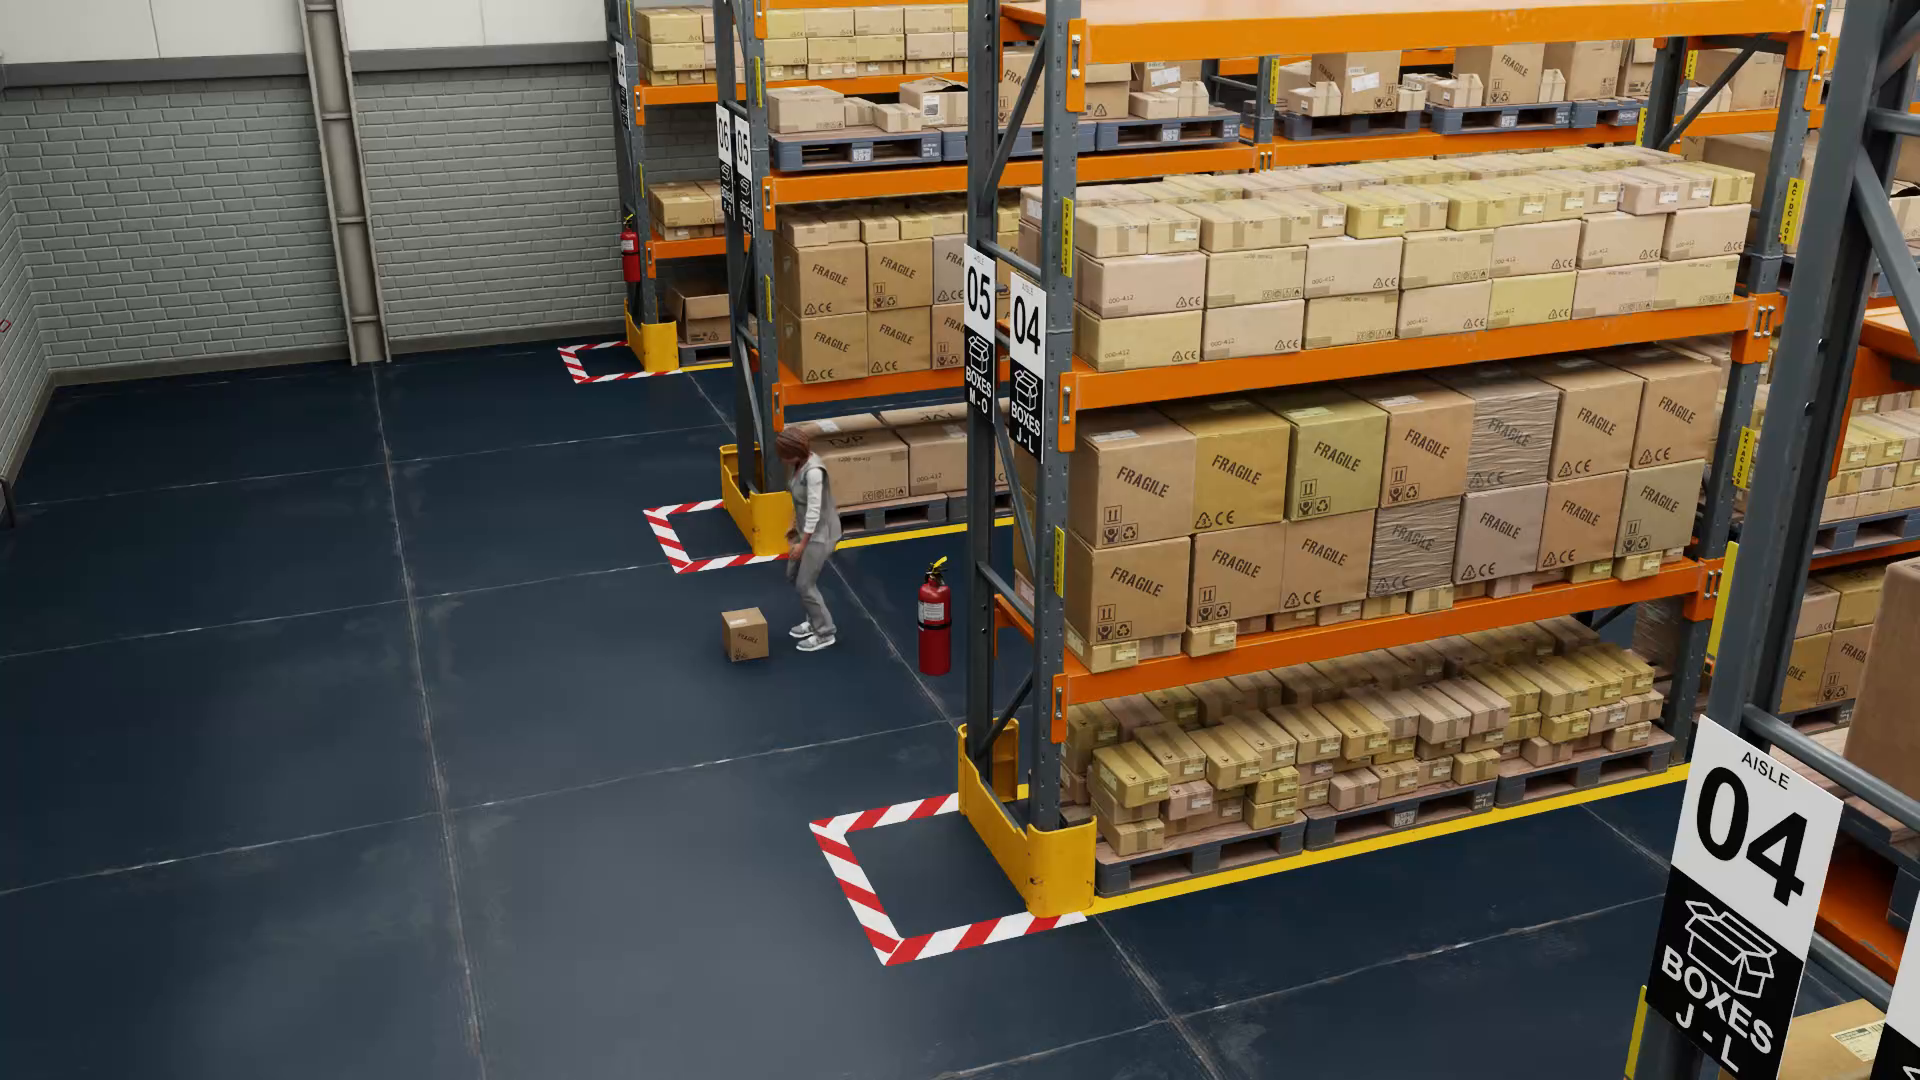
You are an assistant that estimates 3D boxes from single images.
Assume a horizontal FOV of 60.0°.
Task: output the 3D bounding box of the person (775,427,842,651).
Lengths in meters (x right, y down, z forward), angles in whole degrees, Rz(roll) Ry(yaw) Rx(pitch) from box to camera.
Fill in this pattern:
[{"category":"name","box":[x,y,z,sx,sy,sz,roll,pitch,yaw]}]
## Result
[{"category":"person","box":[-0.985,-0.015,10.938,0.417,1.539,0.433,-8,24,-18]}]
